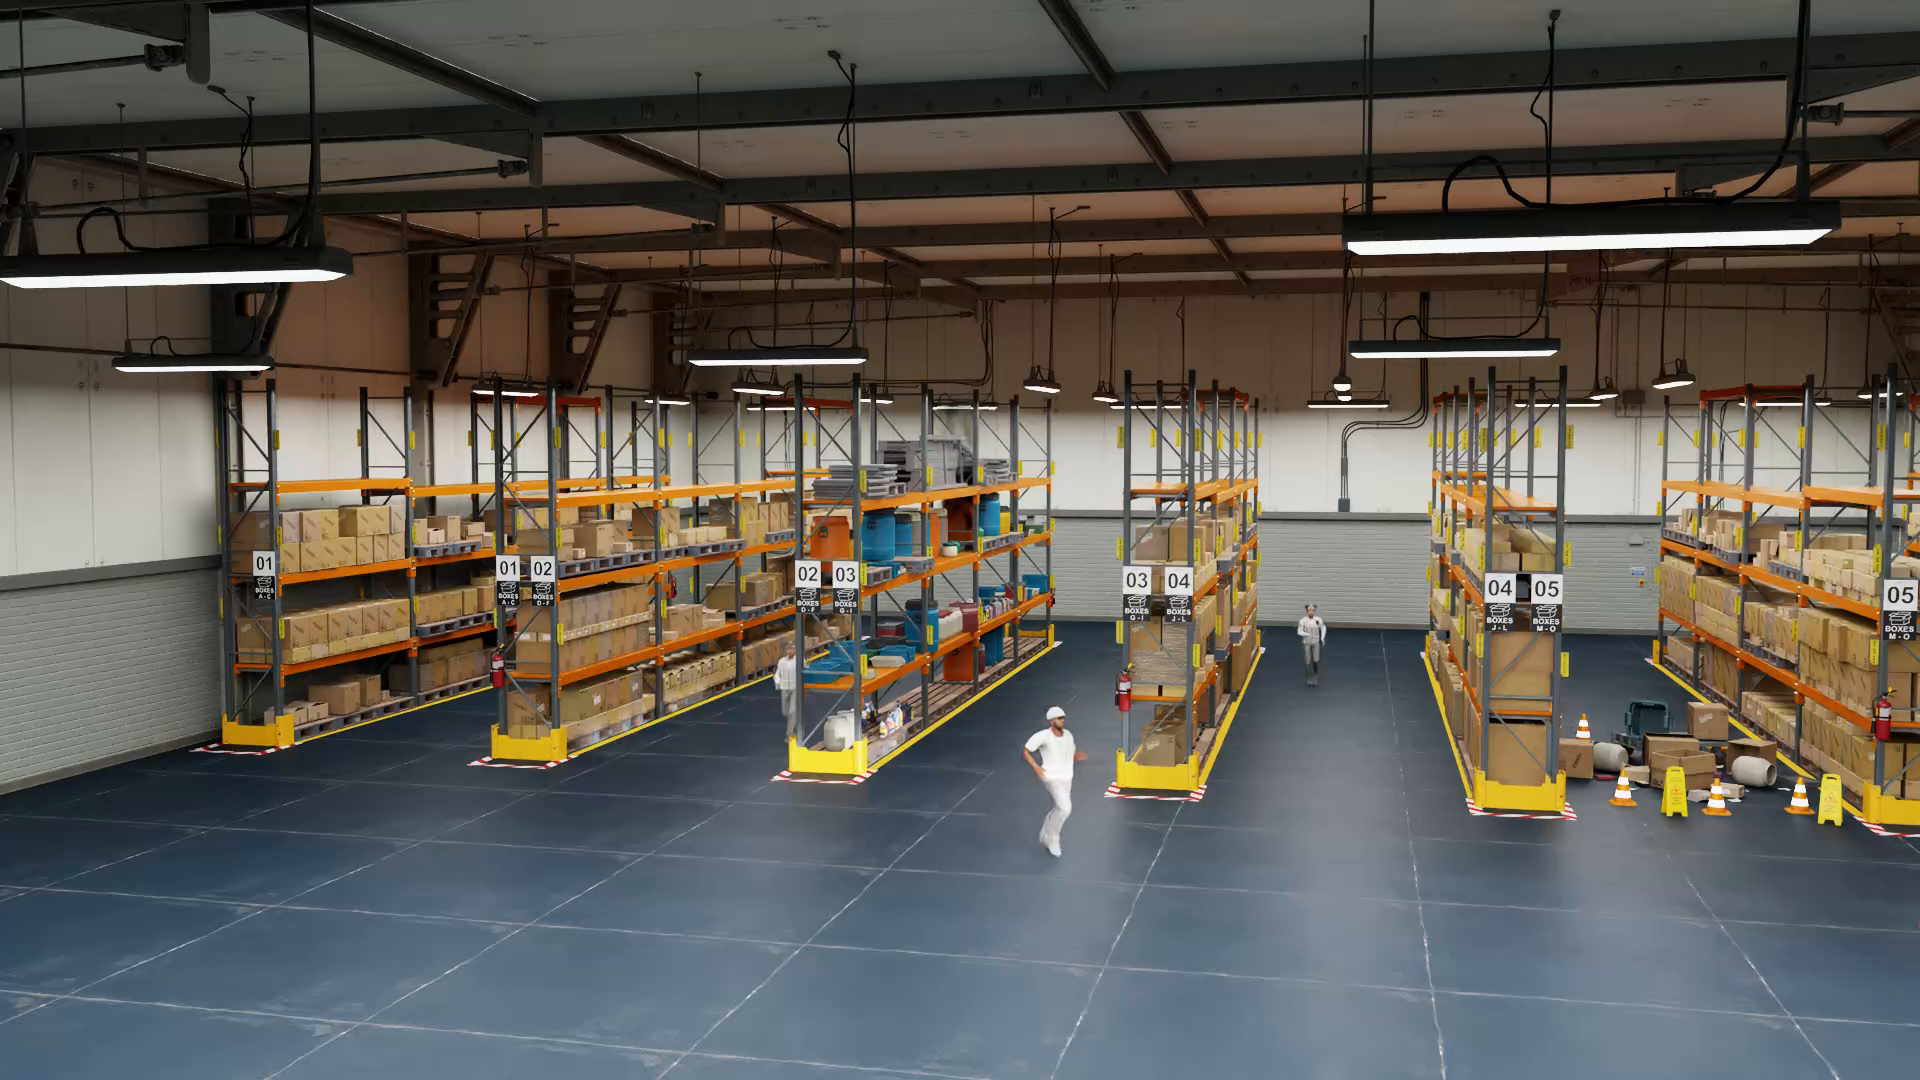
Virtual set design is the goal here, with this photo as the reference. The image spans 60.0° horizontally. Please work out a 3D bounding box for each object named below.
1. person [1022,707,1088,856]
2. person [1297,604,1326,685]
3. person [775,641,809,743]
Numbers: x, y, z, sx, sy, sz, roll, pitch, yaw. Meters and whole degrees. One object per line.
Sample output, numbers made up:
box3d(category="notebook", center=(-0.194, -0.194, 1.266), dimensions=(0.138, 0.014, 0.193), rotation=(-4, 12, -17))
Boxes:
box3d(category="person", center=(1.195, 2.921, 20.147), dimensions=(0.676, 1.799, 0.688), rotation=(-3, 5, -45))
box3d(category="person", center=(7.159, 2.122, 33.859), dimensions=(0.575, 1.668, 0.637), rotation=(1, 4, 12))
box3d(category="person", center=(-2.804, 2.512, 27.848), dimensions=(0.617, 1.682, 0.747), rotation=(0, 3, 8))
